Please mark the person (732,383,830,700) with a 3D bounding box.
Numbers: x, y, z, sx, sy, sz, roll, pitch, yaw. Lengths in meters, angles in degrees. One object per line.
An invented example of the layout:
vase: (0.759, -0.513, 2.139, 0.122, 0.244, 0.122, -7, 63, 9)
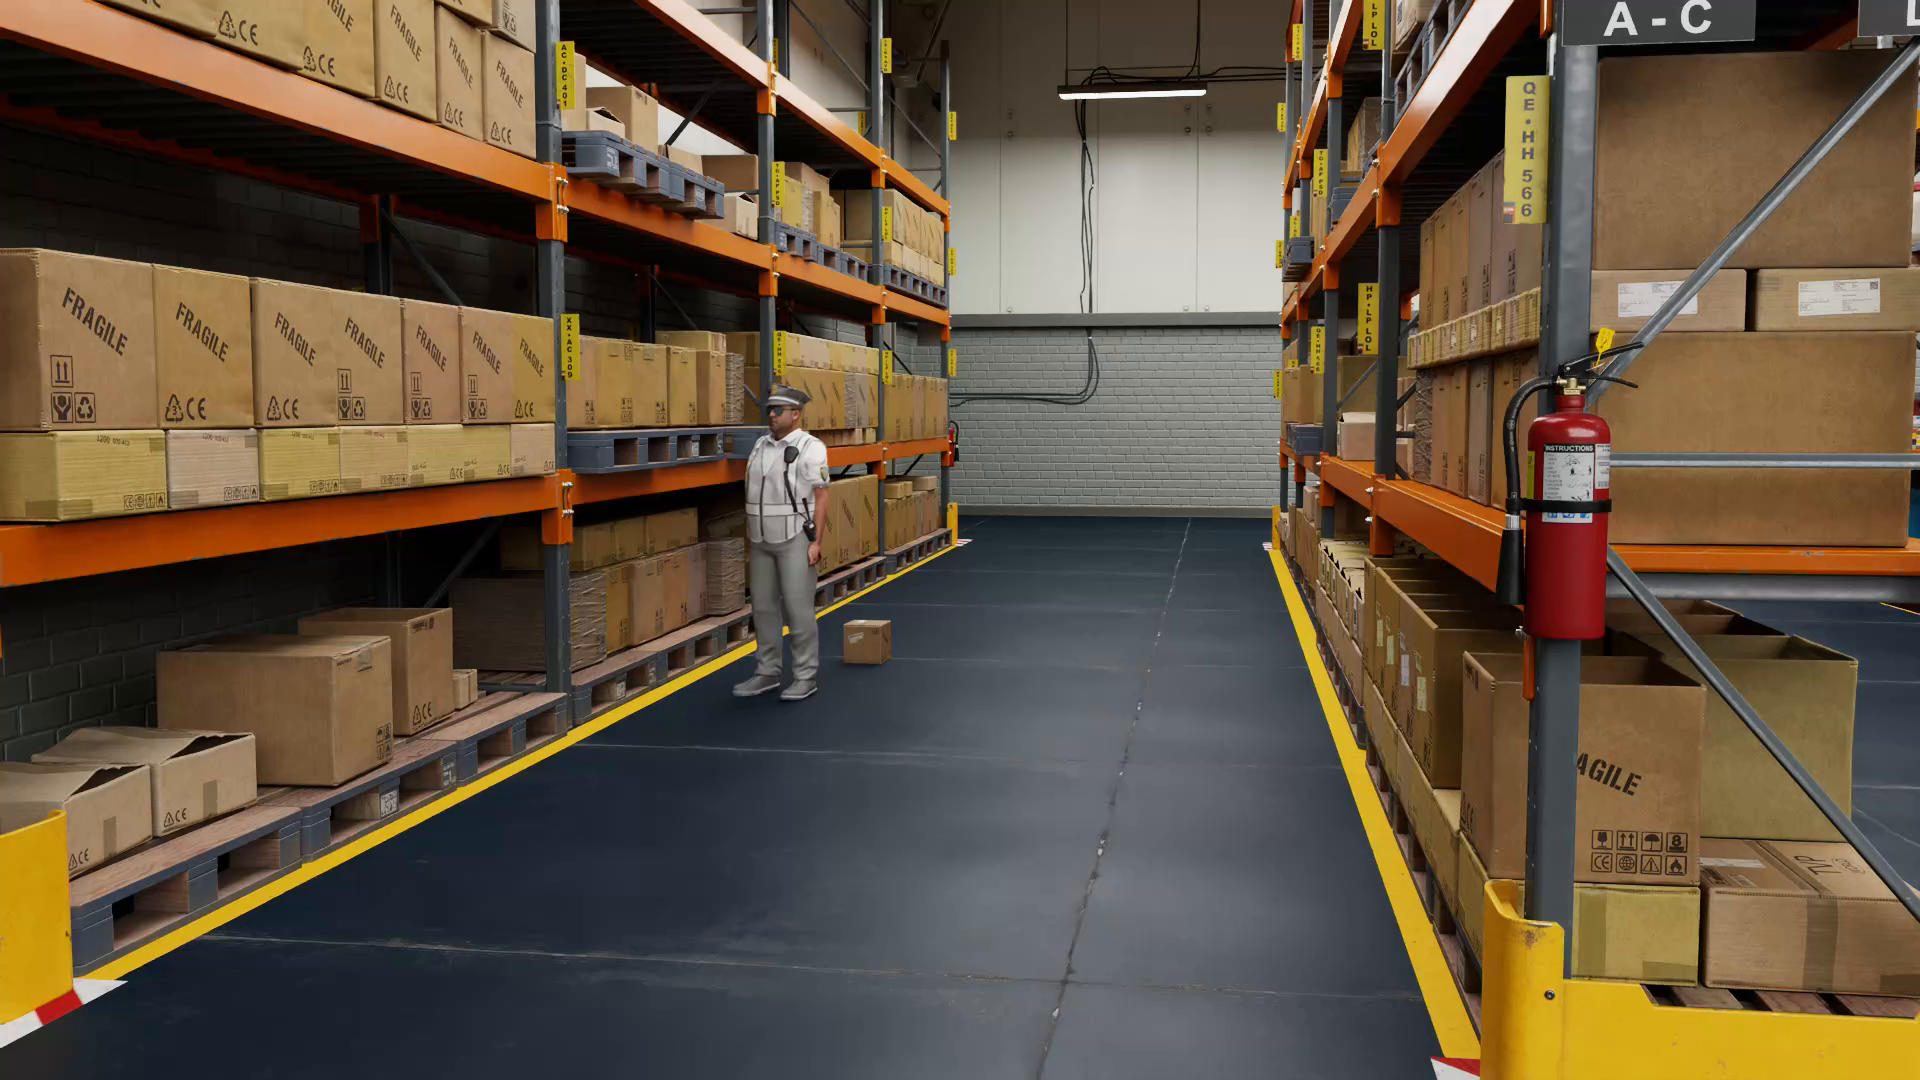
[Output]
person: (-1.003, 0.004, 9.445, 0.525, 1.774, 0.399, 3, 5, 30)
